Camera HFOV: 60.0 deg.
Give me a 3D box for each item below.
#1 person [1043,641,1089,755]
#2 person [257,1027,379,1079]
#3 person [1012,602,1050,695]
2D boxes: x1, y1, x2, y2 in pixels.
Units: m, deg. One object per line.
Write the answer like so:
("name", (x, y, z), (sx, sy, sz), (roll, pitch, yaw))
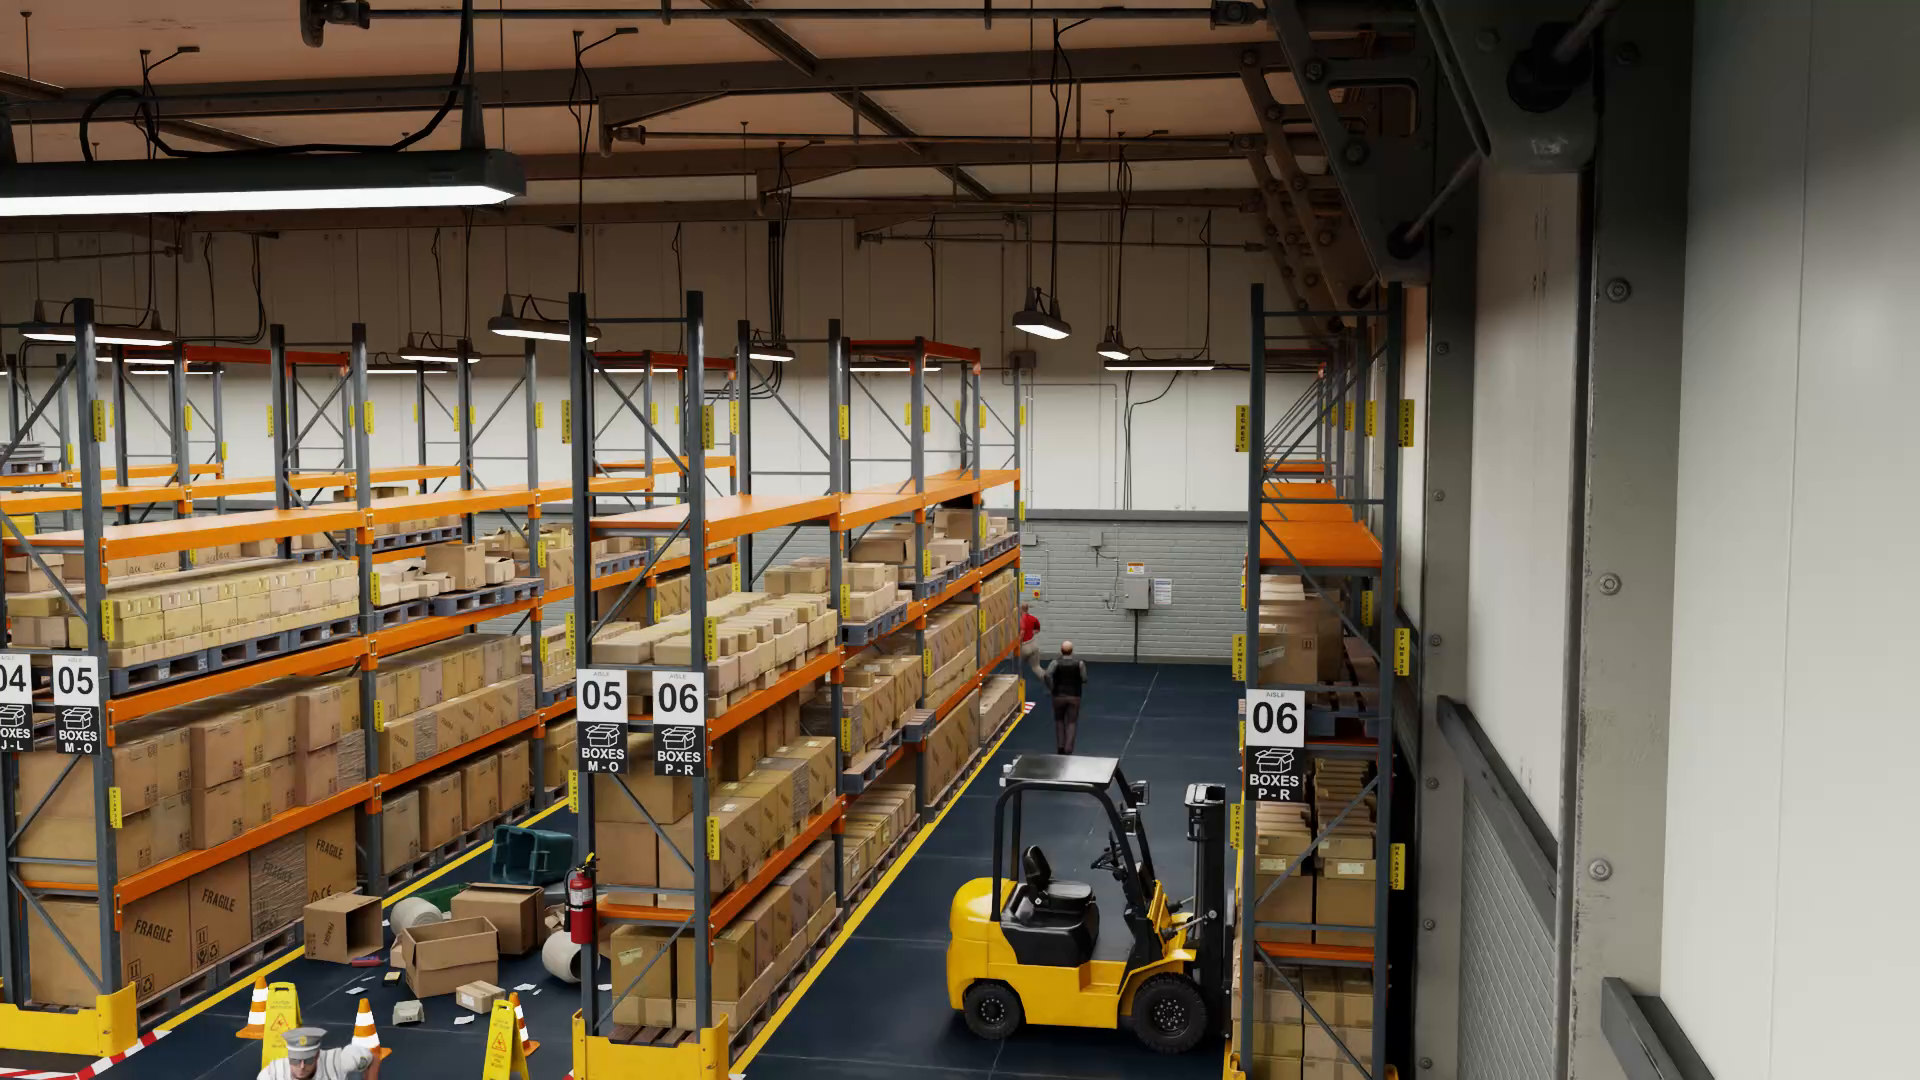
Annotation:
("person", (1.555, 2.355, 24.291), (0.639, 1.780, 0.727), (1, 5, 9))
("person", (-3.775, 3.586, 9.789), (0.706, 1.711, 0.982), (-1, 5, -15))
("person", (1.138, 1.952, 29.358), (0.927, 1.733, 0.738), (5, 6, 45))
